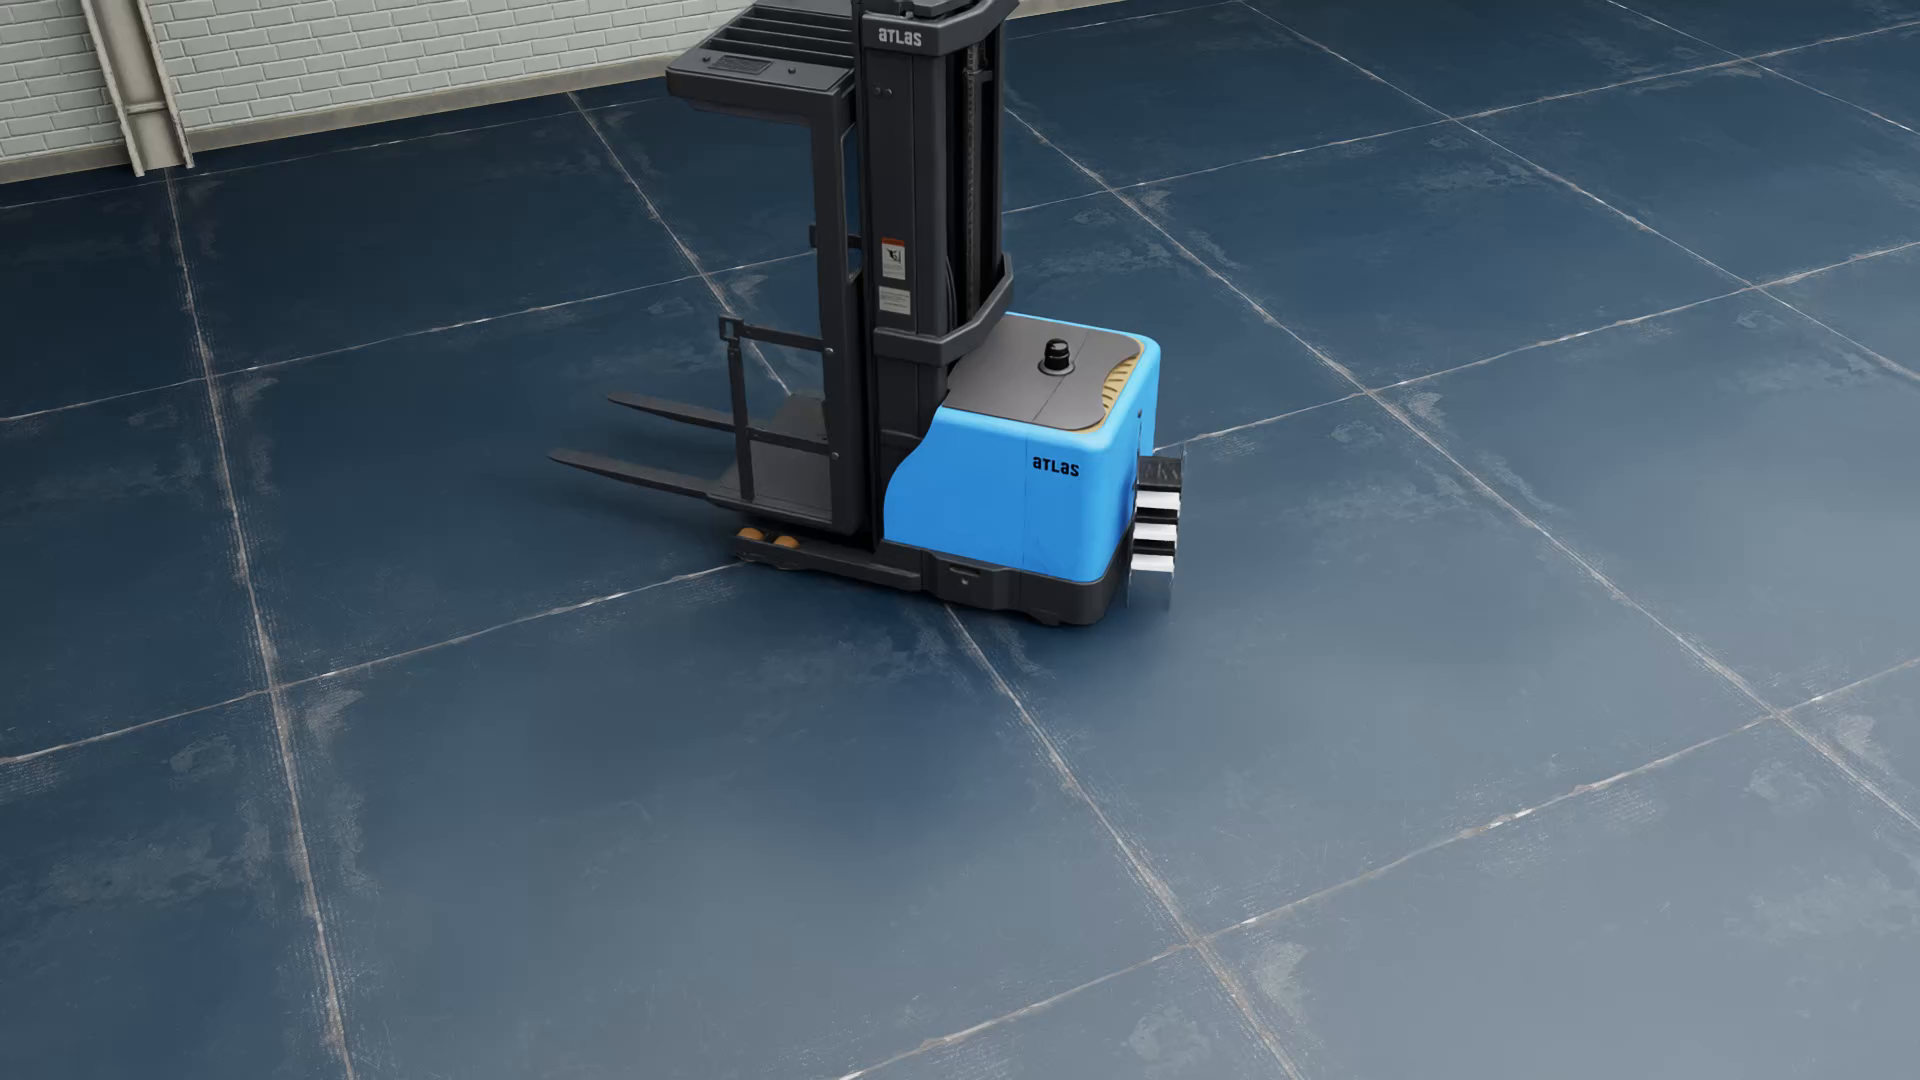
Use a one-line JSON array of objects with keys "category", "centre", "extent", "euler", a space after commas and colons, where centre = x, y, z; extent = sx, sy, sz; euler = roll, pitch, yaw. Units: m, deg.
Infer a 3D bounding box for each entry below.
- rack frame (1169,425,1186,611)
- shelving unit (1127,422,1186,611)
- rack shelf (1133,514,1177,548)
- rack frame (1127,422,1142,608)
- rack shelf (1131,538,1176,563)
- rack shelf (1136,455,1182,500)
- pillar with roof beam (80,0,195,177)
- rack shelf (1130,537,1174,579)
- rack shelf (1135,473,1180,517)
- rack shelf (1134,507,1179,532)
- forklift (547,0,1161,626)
[{"category": "rack frame", "centre": [1.016, -0.093, 7.763], "extent": [0.006, 0.900, 0.240], "euler": [4, 37, 5]}, {"category": "shelving unit", "centre": [0.915, -0.100, 7.772], "extent": [0.210, 0.900, 0.258], "euler": [4, 37, 5]}, {"category": "rack shelf", "centre": [0.915, -0.073, 7.792], "extent": [0.200, 0.077, 0.258], "euler": [4, 37, 5]}, {"category": "rack frame", "centre": [0.814, -0.106, 7.781], "extent": [0.006, 0.900, 0.240], "euler": [4, 37, 5]}, {"category": "rack shelf", "centre": [0.915, 0.000, 7.845], "extent": [0.200, 0.077, 0.258], "euler": [4, 37, 5]}, {"category": "rack shelf", "centre": [0.915, -0.290, 7.631], "extent": [0.200, 0.077, 0.258], "euler": [4, 37, 5]}, {"category": "pillar with roof beam", "centre": [-3.953, -4.024, 6.265], "extent": [0.400, 9.000, 9.100], "euler": [-16, 39, -20]}, {"category": "rack shelf", "centre": [0.915, 0.072, 7.899], "extent": [0.200, 0.077, 0.258], "euler": [4, 37, 5]}, {"category": "rack shelf", "centre": [0.915, -0.217, 7.684], "extent": [0.200, 0.077, 0.258], "euler": [4, 37, 5]}, {"category": "rack shelf", "centre": [0.915, -0.145, 7.738], "extent": [0.200, 0.077, 0.258], "euler": [4, 37, 5]}, {"category": "forklift", "centre": [-0.607, -1.310, 7.699], "extent": [3.031, 2.935, 1.130], "euler": [12, 38, 16]}]
